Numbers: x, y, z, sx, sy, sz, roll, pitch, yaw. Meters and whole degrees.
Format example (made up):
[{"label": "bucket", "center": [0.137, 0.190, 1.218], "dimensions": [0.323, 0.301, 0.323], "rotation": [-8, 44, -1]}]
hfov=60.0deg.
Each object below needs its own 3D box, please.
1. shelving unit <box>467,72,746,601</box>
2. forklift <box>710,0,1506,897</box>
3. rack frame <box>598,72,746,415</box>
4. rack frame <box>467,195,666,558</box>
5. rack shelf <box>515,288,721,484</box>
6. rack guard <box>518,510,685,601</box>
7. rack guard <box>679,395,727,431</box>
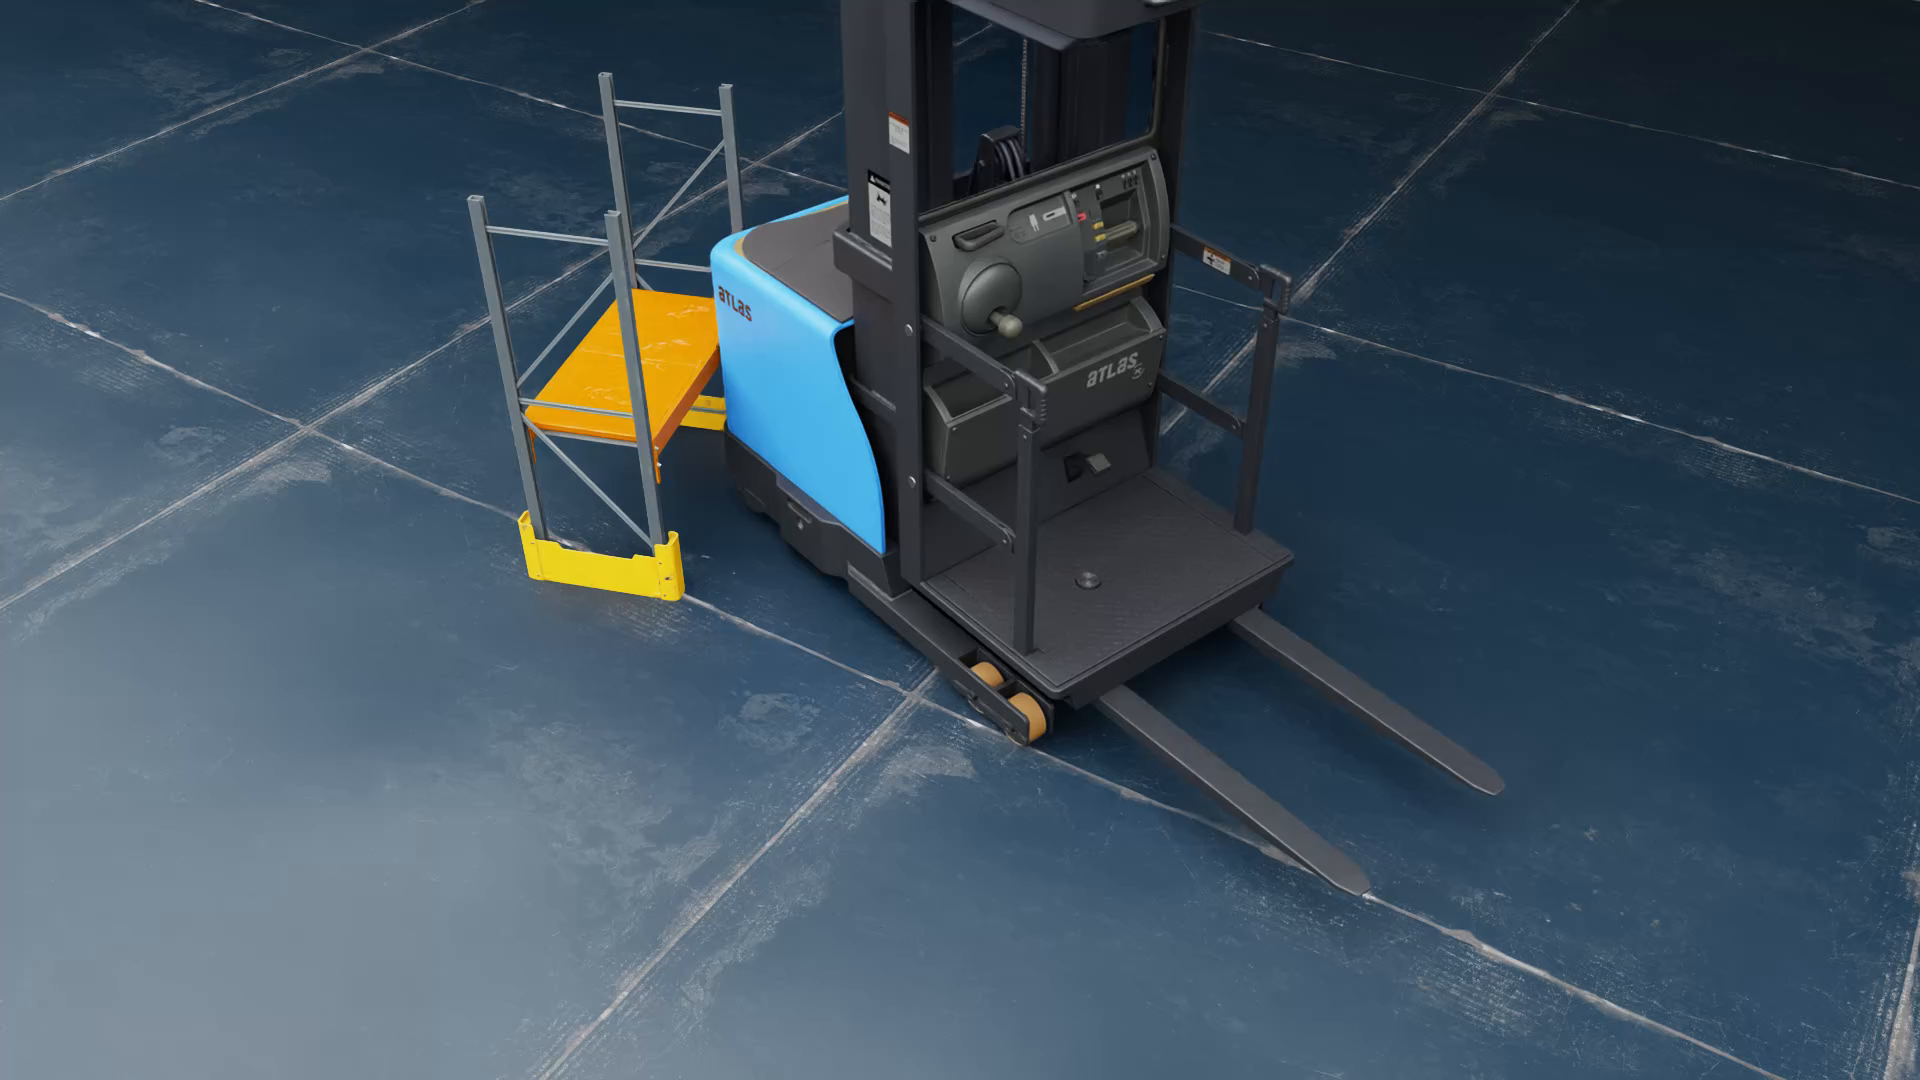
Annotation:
[{"label": "shelving unit", "center": [-1.169, -0.735, 5.975], "dimensions": [0.587, 1.500, 1.083], "rotation": [8, 38, 11]}, {"label": "forklift", "center": [0.416, -0.845, 4.945], "dimensions": [1.130, 2.935, 3.031], "rotation": [-26, 45, -30]}, {"label": "rack frame", "center": [-1.049, -1.042, 6.374], "dimensions": [0.500, 1.500, 0.032], "rotation": [8, 38, 11]}, {"label": "rack frame", "center": [-1.286, -0.439, 5.591], "dimensions": [0.500, 1.500, 0.032], "rotation": [8, 38, 11]}, {"label": "rack shelf", "center": [-1.167, -0.598, 6.092], "dimensions": [0.538, 0.185, 1.000], "rotation": [8, 38, 11]}, {"label": "rack guard", "center": [-1.285, 0.056, 5.973], "dimensions": [0.587, 0.250, 0.087], "rotation": [8, 38, 11]}, {"label": "rack guard", "center": [-1.053, -0.536, 6.740], "dimensions": [0.587, 0.250, 0.087], "rotation": [8, 38, 11]}]
